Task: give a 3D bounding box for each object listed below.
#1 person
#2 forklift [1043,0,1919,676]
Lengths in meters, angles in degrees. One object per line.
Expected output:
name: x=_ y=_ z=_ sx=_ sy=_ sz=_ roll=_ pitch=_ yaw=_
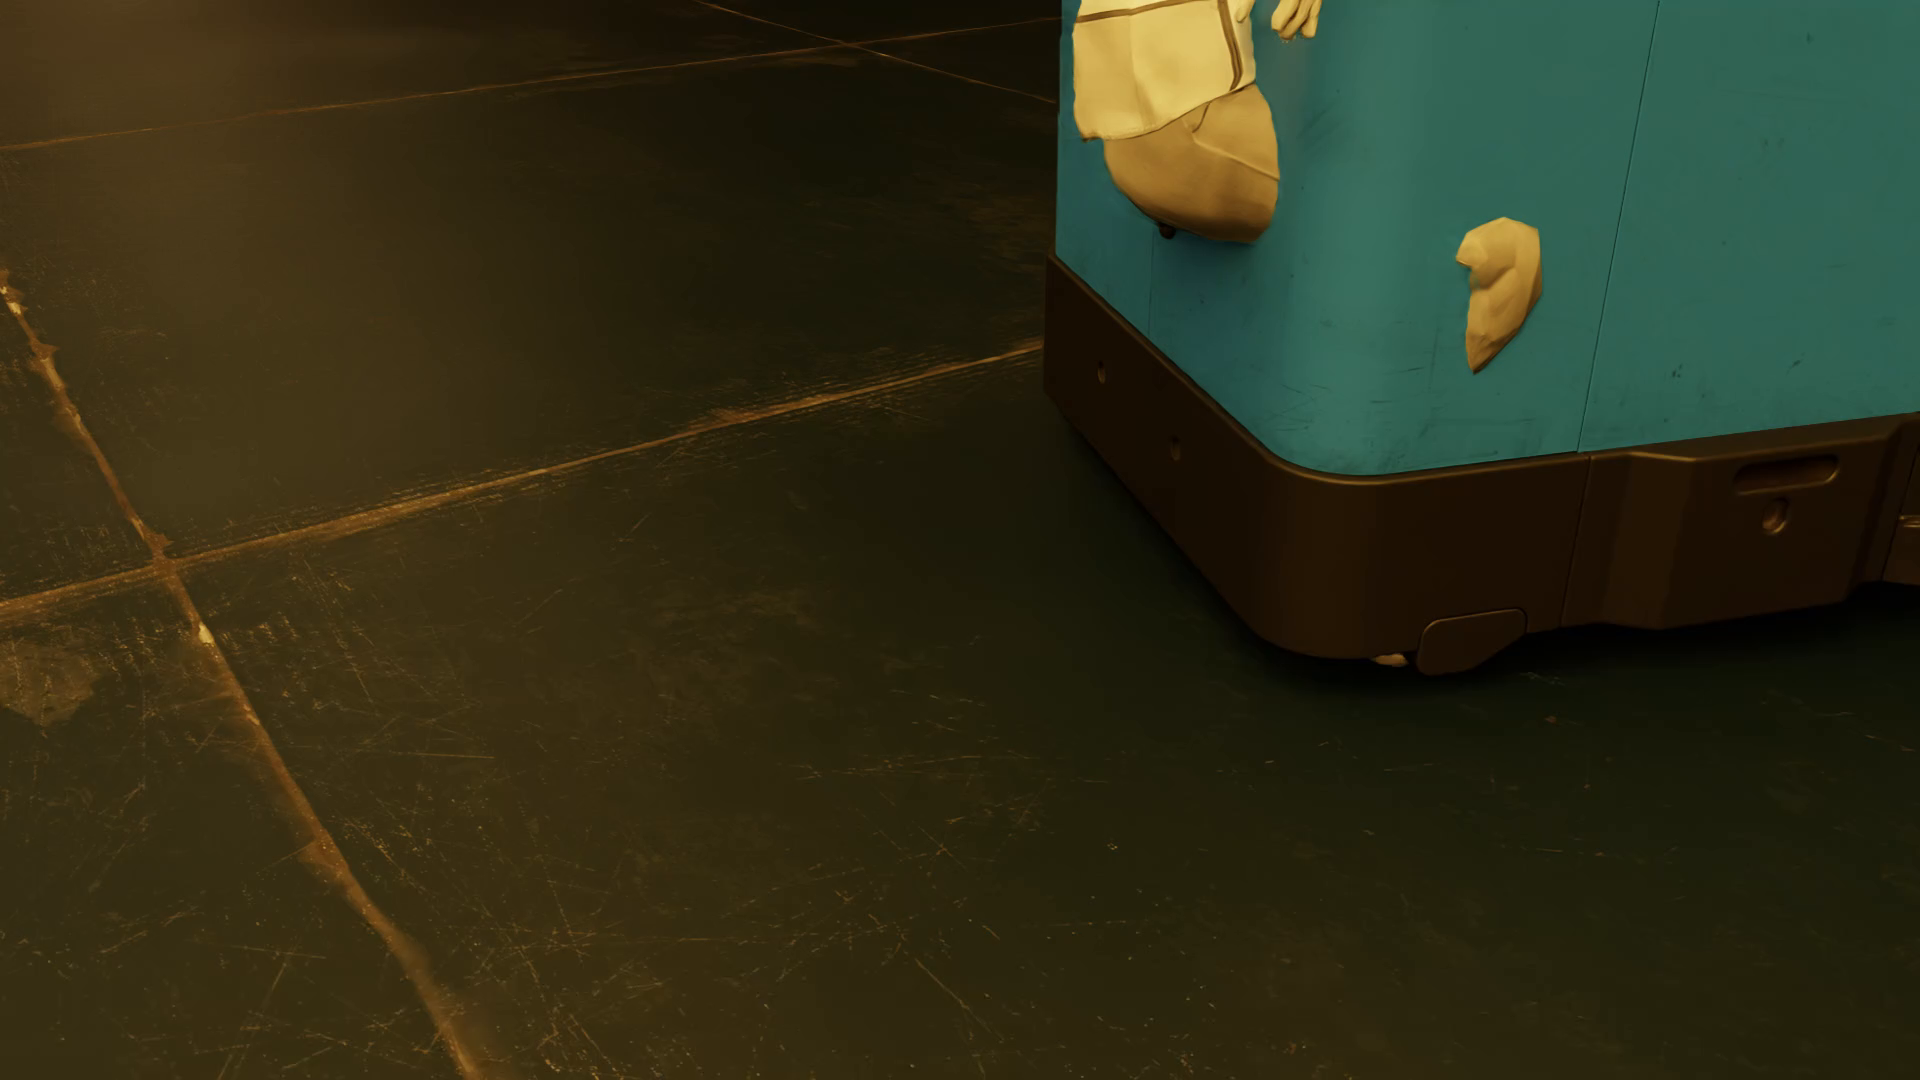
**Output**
person: x=0.534 y=-0.564 z=1.995 sx=0.798 sy=1.453 sz=0.984 roll=10 pitch=28 yaw=19
forklift: x=1.719 y=-1.493 z=2.206 sx=3.031 sy=2.935 sz=1.130 roll=-7 pitch=27 yaw=-14
